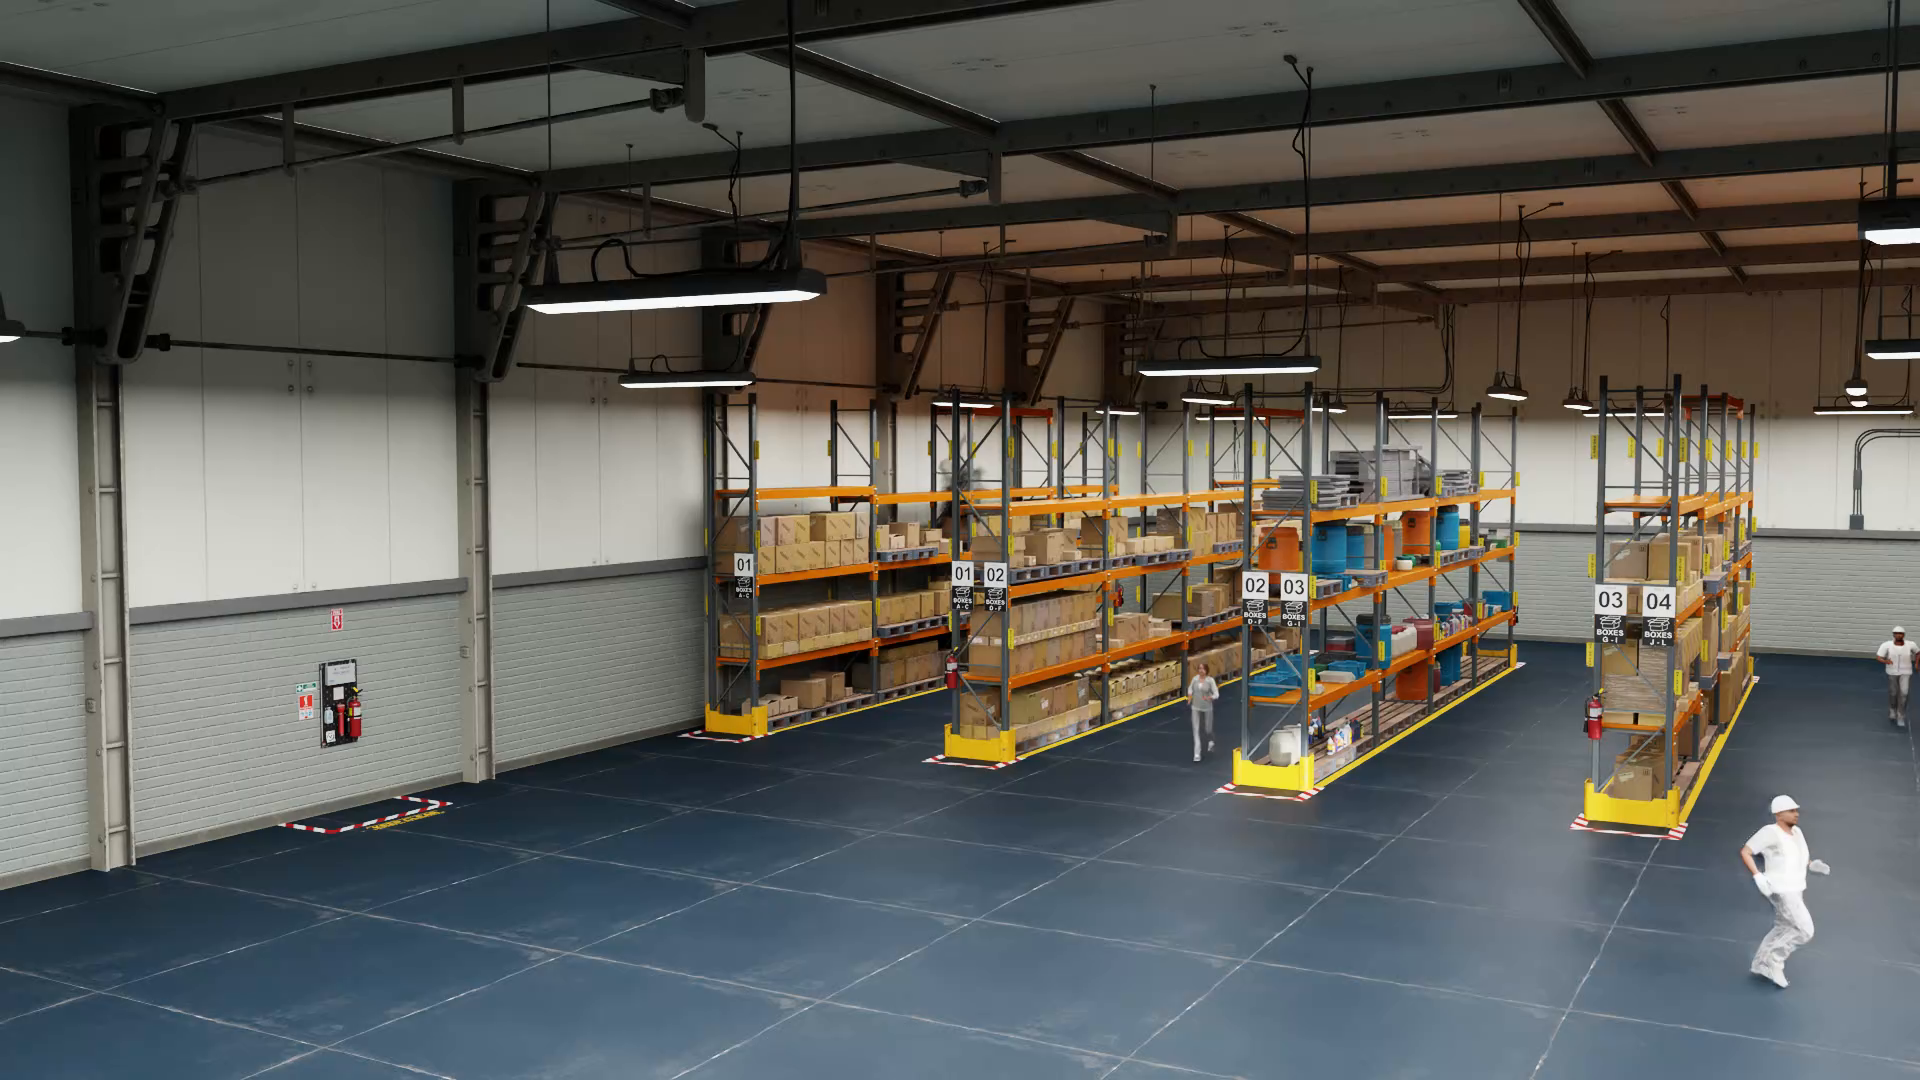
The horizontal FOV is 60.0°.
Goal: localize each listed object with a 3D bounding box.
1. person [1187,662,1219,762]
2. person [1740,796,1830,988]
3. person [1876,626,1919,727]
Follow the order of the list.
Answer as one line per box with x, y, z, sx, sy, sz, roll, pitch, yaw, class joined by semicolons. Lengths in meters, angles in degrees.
3.923;2.754;26.914;0.547;1.569;0.823;1;3;21;person
7.716;3.272;15.488;0.660;1.768;0.682;-3;4;-41;person
17.153;2.478;30.416;0.700;1.815;0.856;2;4;31;person
